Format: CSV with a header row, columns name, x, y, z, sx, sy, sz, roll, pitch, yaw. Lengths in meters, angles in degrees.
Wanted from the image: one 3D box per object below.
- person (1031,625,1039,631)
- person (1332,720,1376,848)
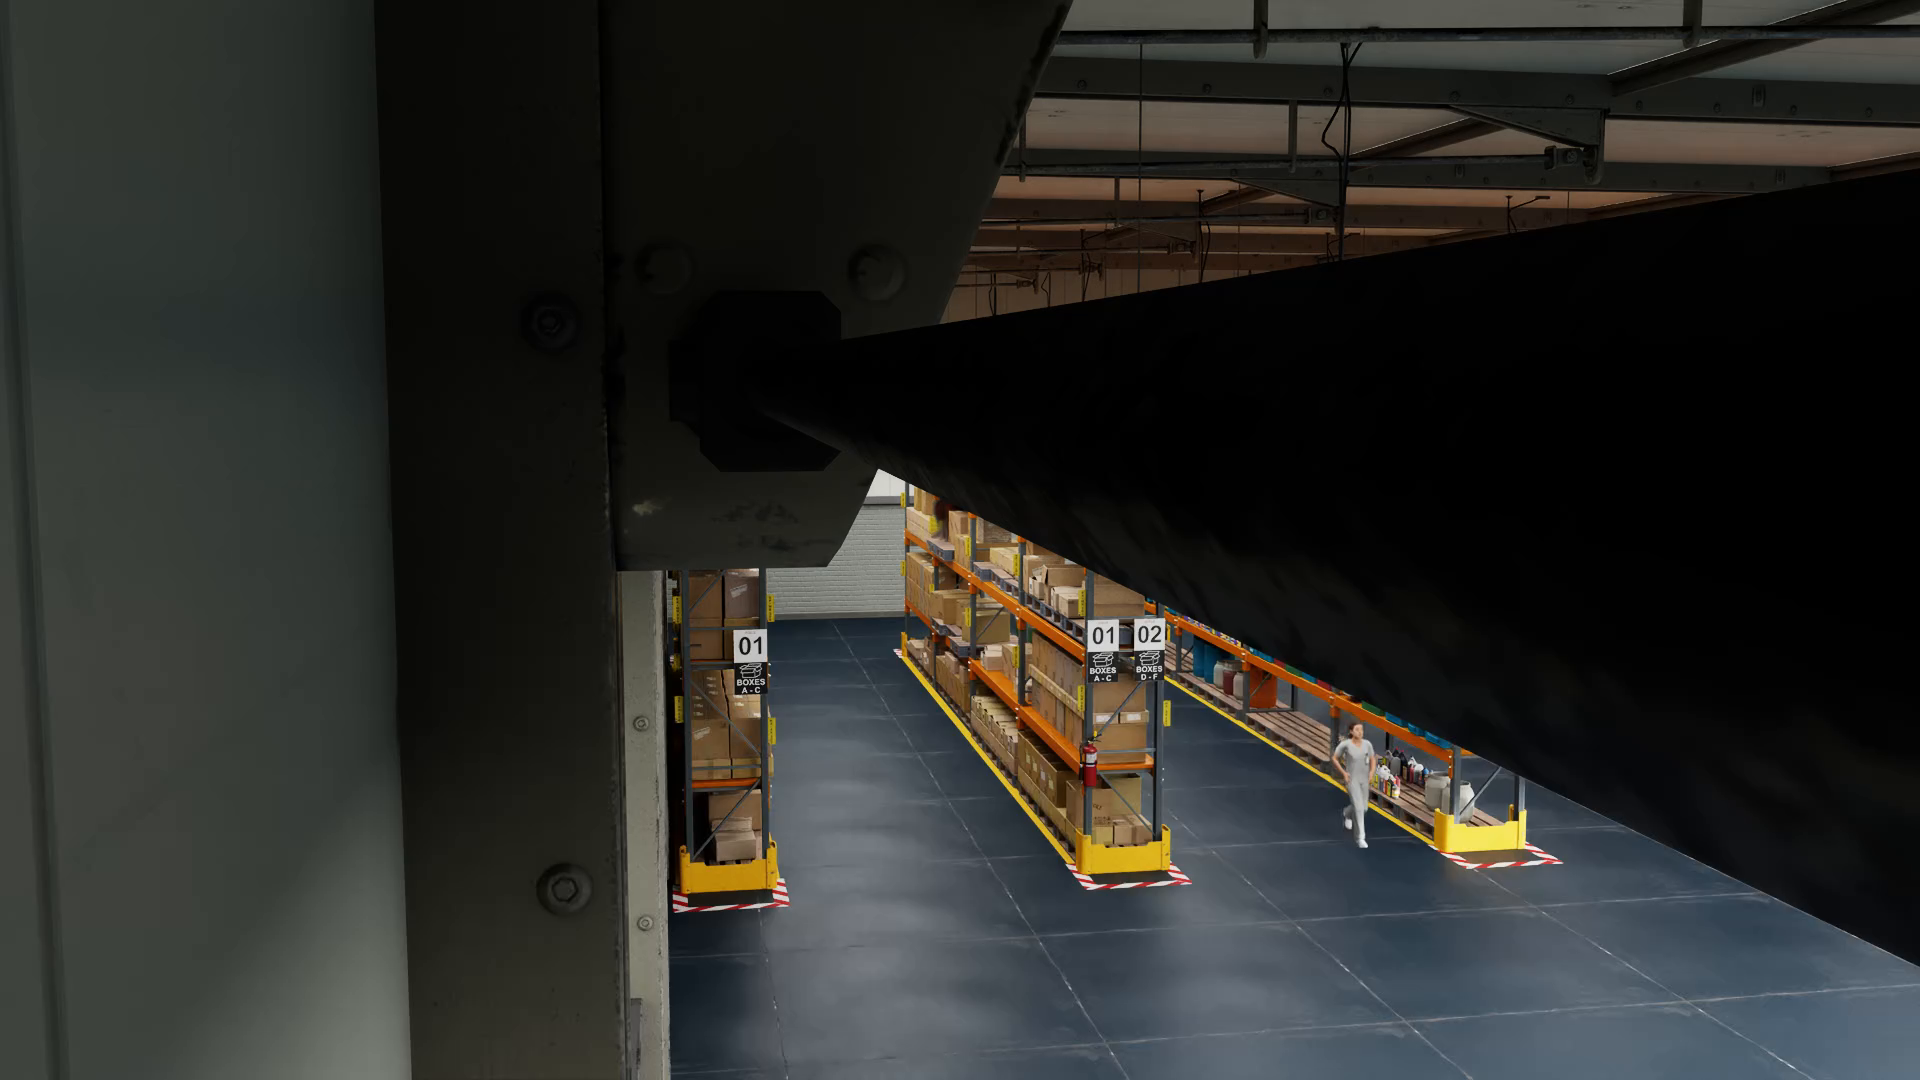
name,x,y,z,sx,sy,sz,roll,pitch,yaw
person,1.662,1.865,34.551,0.633,1.838,0.794,-2,6,-16
person,5.261,3.212,22.194,0.579,1.651,0.790,-1,6,-13
